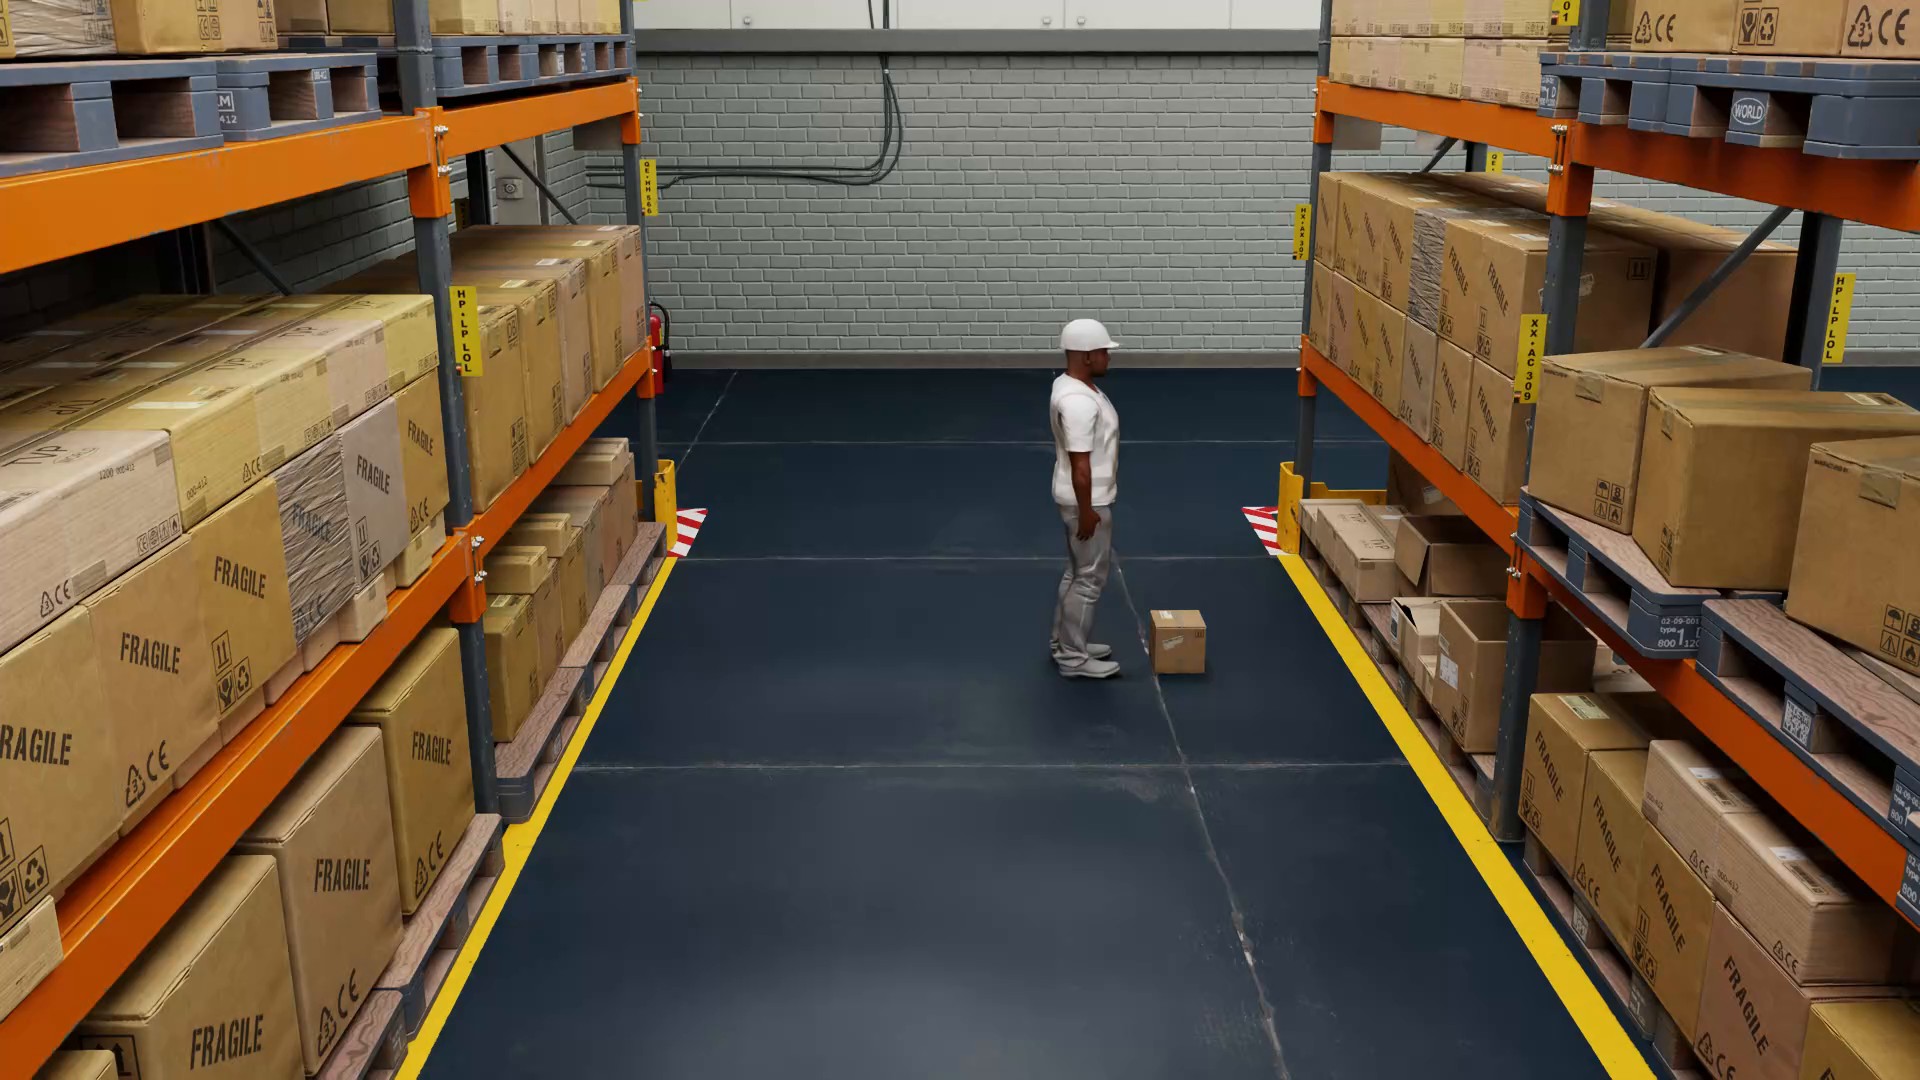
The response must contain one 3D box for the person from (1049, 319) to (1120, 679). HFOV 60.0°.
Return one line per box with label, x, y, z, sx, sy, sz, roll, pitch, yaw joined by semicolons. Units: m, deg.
person;0.617;-0.209;8.195;0.369;1.762;0.563;0;17;1
